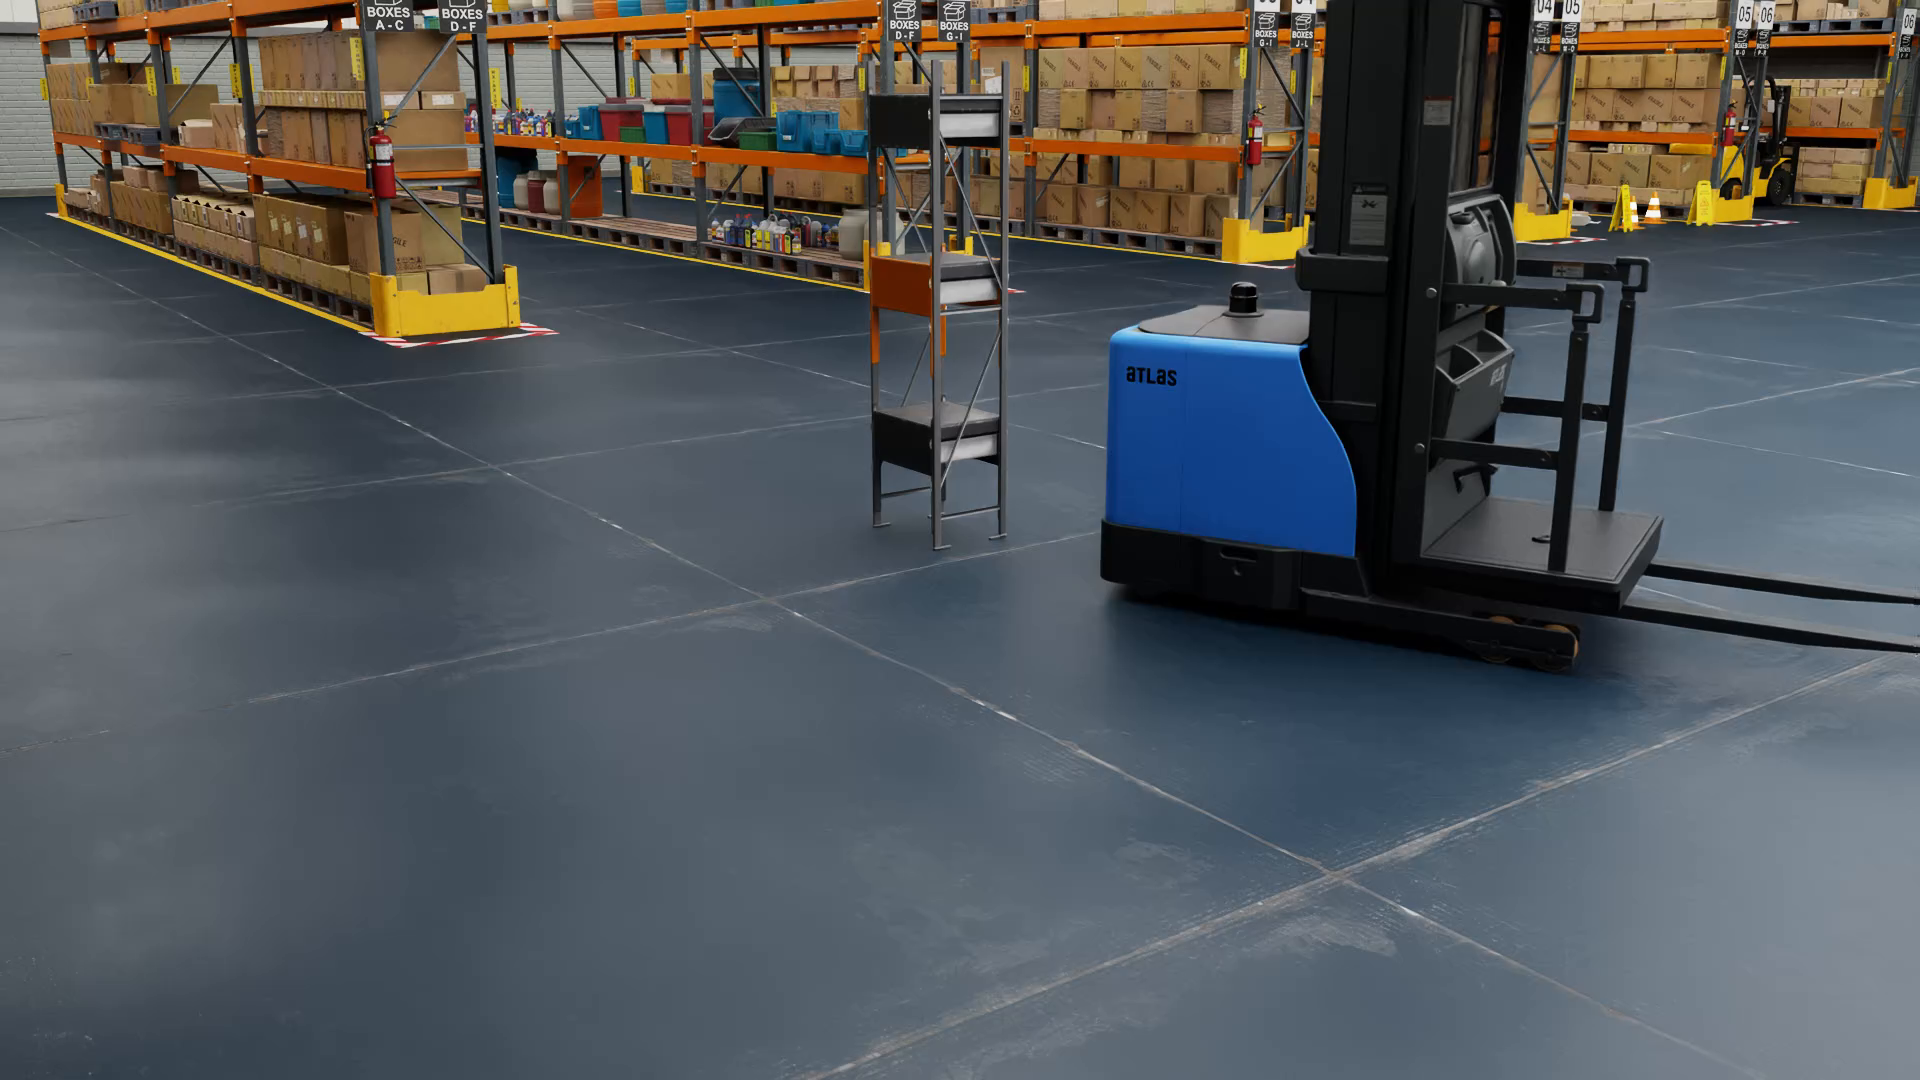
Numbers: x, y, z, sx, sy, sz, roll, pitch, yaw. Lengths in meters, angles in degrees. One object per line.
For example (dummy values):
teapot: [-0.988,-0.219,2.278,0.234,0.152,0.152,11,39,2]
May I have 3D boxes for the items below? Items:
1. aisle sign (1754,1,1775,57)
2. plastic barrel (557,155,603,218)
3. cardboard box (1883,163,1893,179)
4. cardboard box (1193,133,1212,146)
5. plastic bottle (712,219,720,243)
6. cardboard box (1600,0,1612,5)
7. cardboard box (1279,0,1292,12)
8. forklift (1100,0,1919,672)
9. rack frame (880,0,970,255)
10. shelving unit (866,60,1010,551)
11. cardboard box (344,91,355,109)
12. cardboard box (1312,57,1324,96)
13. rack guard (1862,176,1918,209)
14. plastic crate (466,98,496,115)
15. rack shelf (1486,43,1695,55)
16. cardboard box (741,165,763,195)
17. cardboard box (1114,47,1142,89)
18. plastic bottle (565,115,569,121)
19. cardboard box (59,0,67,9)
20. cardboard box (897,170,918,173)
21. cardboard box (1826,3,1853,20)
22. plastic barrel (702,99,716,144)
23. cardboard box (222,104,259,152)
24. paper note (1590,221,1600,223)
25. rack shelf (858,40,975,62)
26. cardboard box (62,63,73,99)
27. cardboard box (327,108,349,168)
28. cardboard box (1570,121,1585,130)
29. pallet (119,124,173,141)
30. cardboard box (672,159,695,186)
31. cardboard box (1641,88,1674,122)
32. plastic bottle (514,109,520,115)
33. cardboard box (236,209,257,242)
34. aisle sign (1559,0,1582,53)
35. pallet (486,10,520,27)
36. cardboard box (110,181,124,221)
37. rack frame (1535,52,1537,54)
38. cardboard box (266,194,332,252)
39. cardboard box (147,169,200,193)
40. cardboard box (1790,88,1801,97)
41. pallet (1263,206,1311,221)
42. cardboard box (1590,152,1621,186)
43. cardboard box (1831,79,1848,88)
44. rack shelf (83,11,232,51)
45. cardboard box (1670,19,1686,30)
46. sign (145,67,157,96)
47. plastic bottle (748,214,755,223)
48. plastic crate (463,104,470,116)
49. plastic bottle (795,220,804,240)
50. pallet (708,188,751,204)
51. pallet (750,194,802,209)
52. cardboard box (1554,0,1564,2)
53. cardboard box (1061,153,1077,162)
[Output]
aisle sign: [11.974,-7.600,24.736,0.394,0.787,0.004,-11,19,-35]
plastic barrel: [-5.340,-4.970,23.367,0.600,0.830,0.708,-11,19,-35]
cardboard box: [15.591,-6.332,28.496,0.500,0.250,0.500,-10,18,-34]
cardboard box: [3.001,-4.779,19.831,0.380,0.149,0.250,-11,19,-35]
plastic bottle: [-2.854,-3.618,19.448,0.097,0.271,0.097,0,15,0]
cardboard box: [10.237,-8.438,26.008,0.380,0.149,0.250,-10,18,-33]
cardboard box: [3.597,-6.290,19.478,0.500,0.250,0.500,-10,18,-33]
forklift: [2.106,-1.107,6.067,3.031,2.935,1.130,9,18,29]
rack frame: [-0.335,-4.004,16.523,1.000,3.000,0.127,-11,19,-35]
shelving unit: [-0.097,-1.048,7.428,0.431,2.100,0.503,-11,19,-35]
cardboard box: [-5.028,-3.759,14.211,0.380,0.149,0.250,-11,19,-35]
cardboard box: [5.580,-6.884,24.717,0.875,0.550,0.550,-11,19,-35]
rack guard: [15.714,-5.871,28.081,1.175,0.500,0.348,-11,19,-35]
plastic crate: [-7.713,-6.856,26.707,0.402,0.464,0.583,-11,19,-35]
rack shelf: [12.172,-9.463,32.150,1.077,0.370,4.000,-11,19,-35]
cardboard box: [-2.992,-6.379,28.431,1.225,0.875,0.875,-11,19,-34]
cardboard box: [2.270,-5.847,20.609,0.500,0.500,0.500,-11,19,-35]
plastic bottle: [-5.757,-6.068,24.309,0.097,0.271,0.097,0,15,0]
cardboard box: [-12.489,-7.690,23.645,0.500,0.250,0.500,-11,19,-35]
cardboard box: [-0.614,-5.711,25.240,0.500,0.250,0.500,-10,18,-32]
cardboard box: [14.818,-8.899,27.995,0.396,0.266,0.258,-11,19,-34]
plastic barrel: [-3.072,-5.162,20.496,0.433,0.535,0.433,0,15,0]
cardboard box: [-7.739,-4.524,18.234,0.500,0.500,0.500,-11,19,-34]
paper note: [9.521,-4.772,24.952,0.142,0.019,0.148,10,18,33]
rack shelf: [-0.489,-9.610,32.687,1.077,0.370,4.000,-11,19,-35]
cardboard box: [-12.801,-6.721,24.366,0.500,0.500,0.500,-11,19,-35]
cardboard box: [-5.208,-3.604,14.872,0.700,0.500,0.500,-11,19,-34]
cardboard box: [10.006,-6.652,26.675,0.380,0.149,0.250,-11,19,-34]
pallet: [-10.195,-5.266,21.498,1.003,0.211,1.213,-11,19,-35]
cardboard box: [-4.760,-7.048,30.876,0.875,0.875,0.875,-11,19,-35]
cardboard box: [10.854,-6.683,25.560,0.500,0.500,0.500,-11,19,-34]
plastic bottle: [-6.702,-6.375,25.278,0.144,0.351,0.185,-11,19,-35]
cardboard box: [-7.166,-3.279,17.224,0.500,0.311,0.500,-11,19,-35]
aisle sign: [8.027,-6.806,21.837,0.394,0.787,0.004,-11,19,-35]
pallet: [-6.182,-7.528,24.075,1.003,0.211,1.213,-11,19,-35]
cardboard box: [-11.313,-4.664,22.835,0.500,0.500,0.500,-12,19,-37]
rack frame: [9.335,-7.165,28.072,1.000,3.000,0.127,-11,19,-35]
cardboard box: [-6.376,-3.075,16.121,0.500,0.500,0.500,-11,19,-35]
cardboard box: [-9.824,-4.487,20.769,0.500,0.250,0.500,-10,18,-32]
cardboard box: [14.495,-7.744,28.769,0.380,0.149,0.250,-11,19,-34]
pallet: [4.876,-5.183,26.114,1.003,0.211,1.213,-11,19,-35]
cardboard box: [10.404,-5.899,26.440,0.500,0.500,0.500,-11,19,-36]
cardboard box: [14.973,-7.730,28.155,0.380,0.149,0.250,-10,18,-33]
rack shelf: [-10.224,-6.471,21.217,1.077,0.370,4.000,-11,19,-35]
cardboard box: [10.949,-7.779,25.111,0.380,0.149,0.250,-10,18,-33]
sign: [-9.481,-5.378,19.501,0.100,0.325,0.005,-11,19,-35]
plastic bottle: [-2.432,-3.578,19.152,0.144,0.351,0.185,-11,19,-35]
plastic crate: [-7.941,-6.634,26.050,0.392,0.384,0.575,-11,19,-35]
plastic bottle: [-1.840,-3.536,19.125,0.061,0.283,0.133,-11,19,-35]
pallet: [-3.768,-6.165,29.700,1.003,0.211,1.213,-11,19,-35]
pallet: [-2.870,-5.837,28.503,1.003,0.211,1.213,-11,19,-35]
cardboard box: [7.800,-7.220,22.084,0.380,0.149,0.250,-11,19,-34]
cardboard box: [2.119,-6.799,29.255,0.500,0.250,0.500,-11,19,-34]
